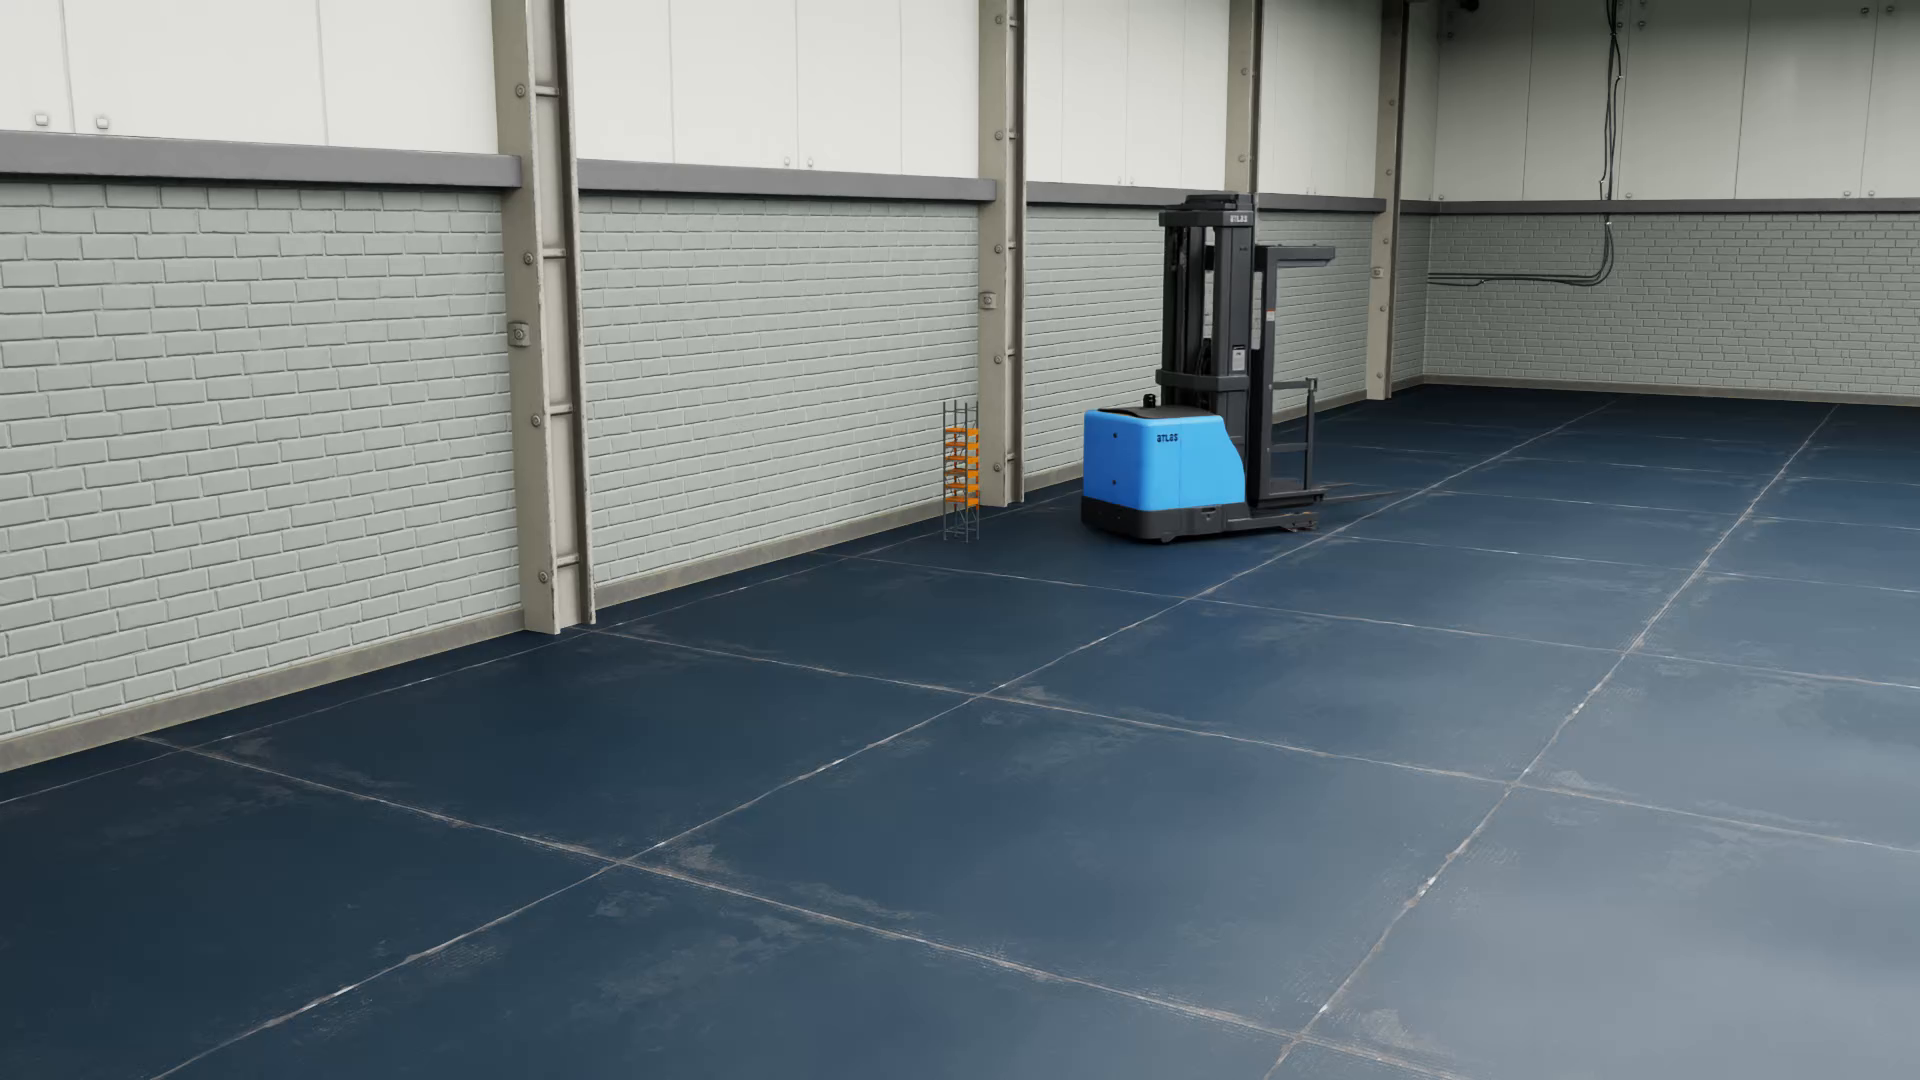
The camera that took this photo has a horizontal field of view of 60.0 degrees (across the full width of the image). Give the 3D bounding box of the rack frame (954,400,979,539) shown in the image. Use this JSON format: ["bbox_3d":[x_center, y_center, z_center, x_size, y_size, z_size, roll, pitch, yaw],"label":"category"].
[{"bbox_3d":[0.055,-0.606,14.347,0.240,1.200,0.006,6,12,31],"label":"rack frame"}]

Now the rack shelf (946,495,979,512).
[{"bbox_3d":[0.008,-0.312,14.323,0.258,0.103,0.180,6,12,31],"label":"rack shelf"}]

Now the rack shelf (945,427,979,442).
[{"bbox_3d":[0.008,-0.902,14.212,0.258,0.103,0.180,6,12,31],"label":"rack shelf"}]

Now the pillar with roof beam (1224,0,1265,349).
[{"bbox_3d":[7.194,-5.318,18.322,9.100,9.000,0.400,6,12,31],"label":"pillar with roof beam"}]

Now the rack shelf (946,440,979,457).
[{"bbox_3d":[0.008,-0.784,14.234,0.258,0.103,0.180,6,12,31],"label":"rack shelf"}]

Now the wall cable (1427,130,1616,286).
[{"bbox_3d":[9.290,-5.484,27.645,3.097,2.526,0.112,6,12,31],"label":"wall cable"}]

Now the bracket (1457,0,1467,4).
[{"bbox_3d":[8.073,-8.754,26.891,0.076,0.066,3.189,6,12,31],"label":"bracket"}]

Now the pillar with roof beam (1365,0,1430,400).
[{"bbox_3d":[10.309,-6.262,23.363,9.100,9.000,0.548,6,12,31],"label":"pillar with roof beam"}]

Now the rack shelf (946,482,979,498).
[{"bbox_3d":[0.008,-0.430,14.301,0.258,0.103,0.180,6,12,31],"label":"rack shelf"}]

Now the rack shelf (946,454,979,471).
[{"bbox_3d":[0.008,-0.666,14.257,0.258,0.103,0.180,6,12,31],"label":"rack shelf"}]

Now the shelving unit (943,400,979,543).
[{"bbox_3d":[0.008,-0.592,14.270,0.258,1.200,0.189,6,12,31],"label":"shelving unit"}]

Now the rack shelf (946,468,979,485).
[{"bbox_3d":[0.008,-0.548,14.279,0.258,0.103,0.180,6,12,31],"label":"rack shelf"}]

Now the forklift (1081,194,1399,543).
[{"bbox_3d":[2.623,-1.589,14.893,3.031,2.935,1.130,-6,12,-28],"label":"forklift"}]

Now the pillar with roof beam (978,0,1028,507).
[{"bbox_3d":[4.079,-4.375,13.282,9.100,9.000,0.400,6,12,31],"label":"pillar with roof beam"}]

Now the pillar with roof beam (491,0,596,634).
[{"bbox_3d":[0.964,-3.431,8.241,9.100,9.000,0.400,6,12,31],"label":"pillar with roof beam"}]

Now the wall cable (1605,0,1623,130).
[{"bbox_3d":[11.602,-7.708,25.800,3.097,2.526,0.112,6,12,31],"label":"wall cable"}]

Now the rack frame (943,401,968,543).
[{"bbox_3d":[-0.040,-0.578,14.194,0.240,1.200,0.006,6,12,31],"label":"rack frame"}]

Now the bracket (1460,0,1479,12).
[{"bbox_3d":[8.379,-8.847,27.387,0.235,0.232,0.430,6,12,31],"label":"bracket"}]
